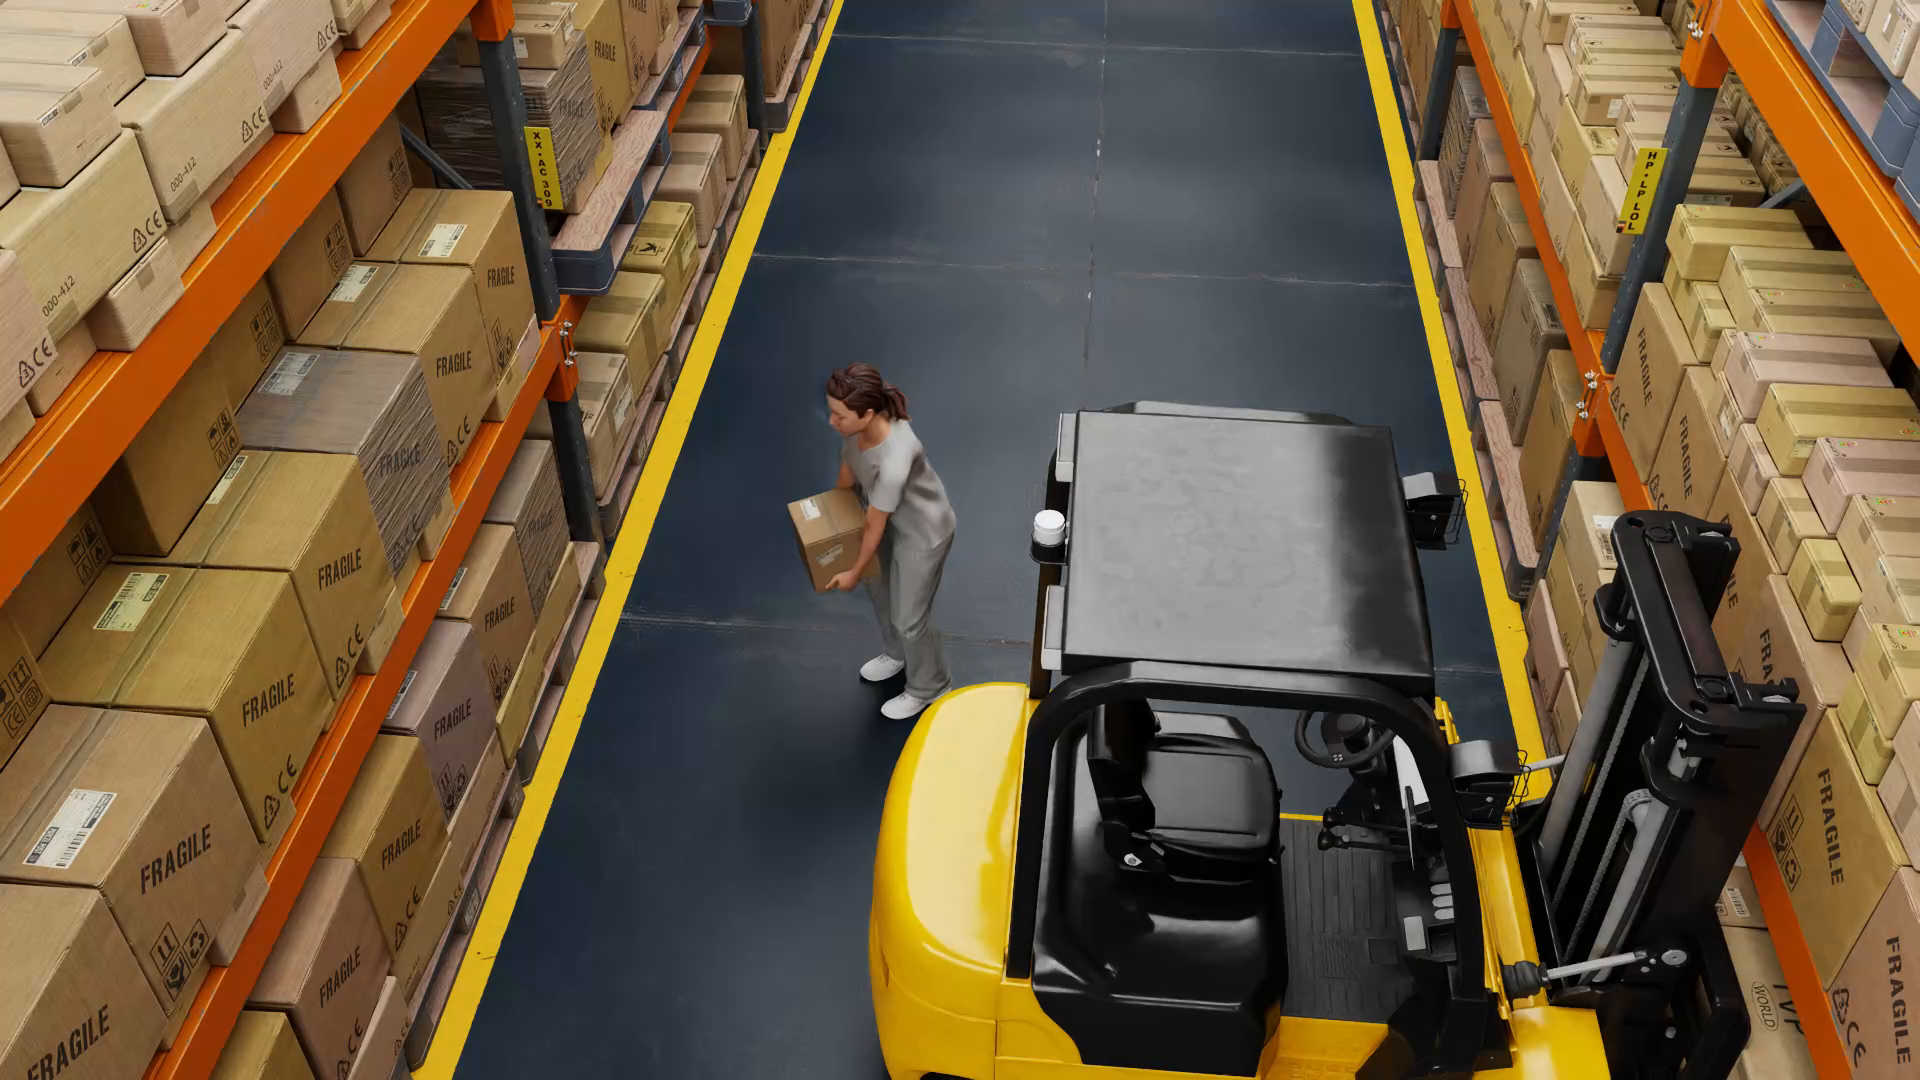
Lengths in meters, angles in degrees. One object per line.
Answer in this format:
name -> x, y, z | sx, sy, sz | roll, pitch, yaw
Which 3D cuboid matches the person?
person -> -0.287, 0.005, 6.191 | 0.545, 1.630, 0.417 | -17, 43, -19
